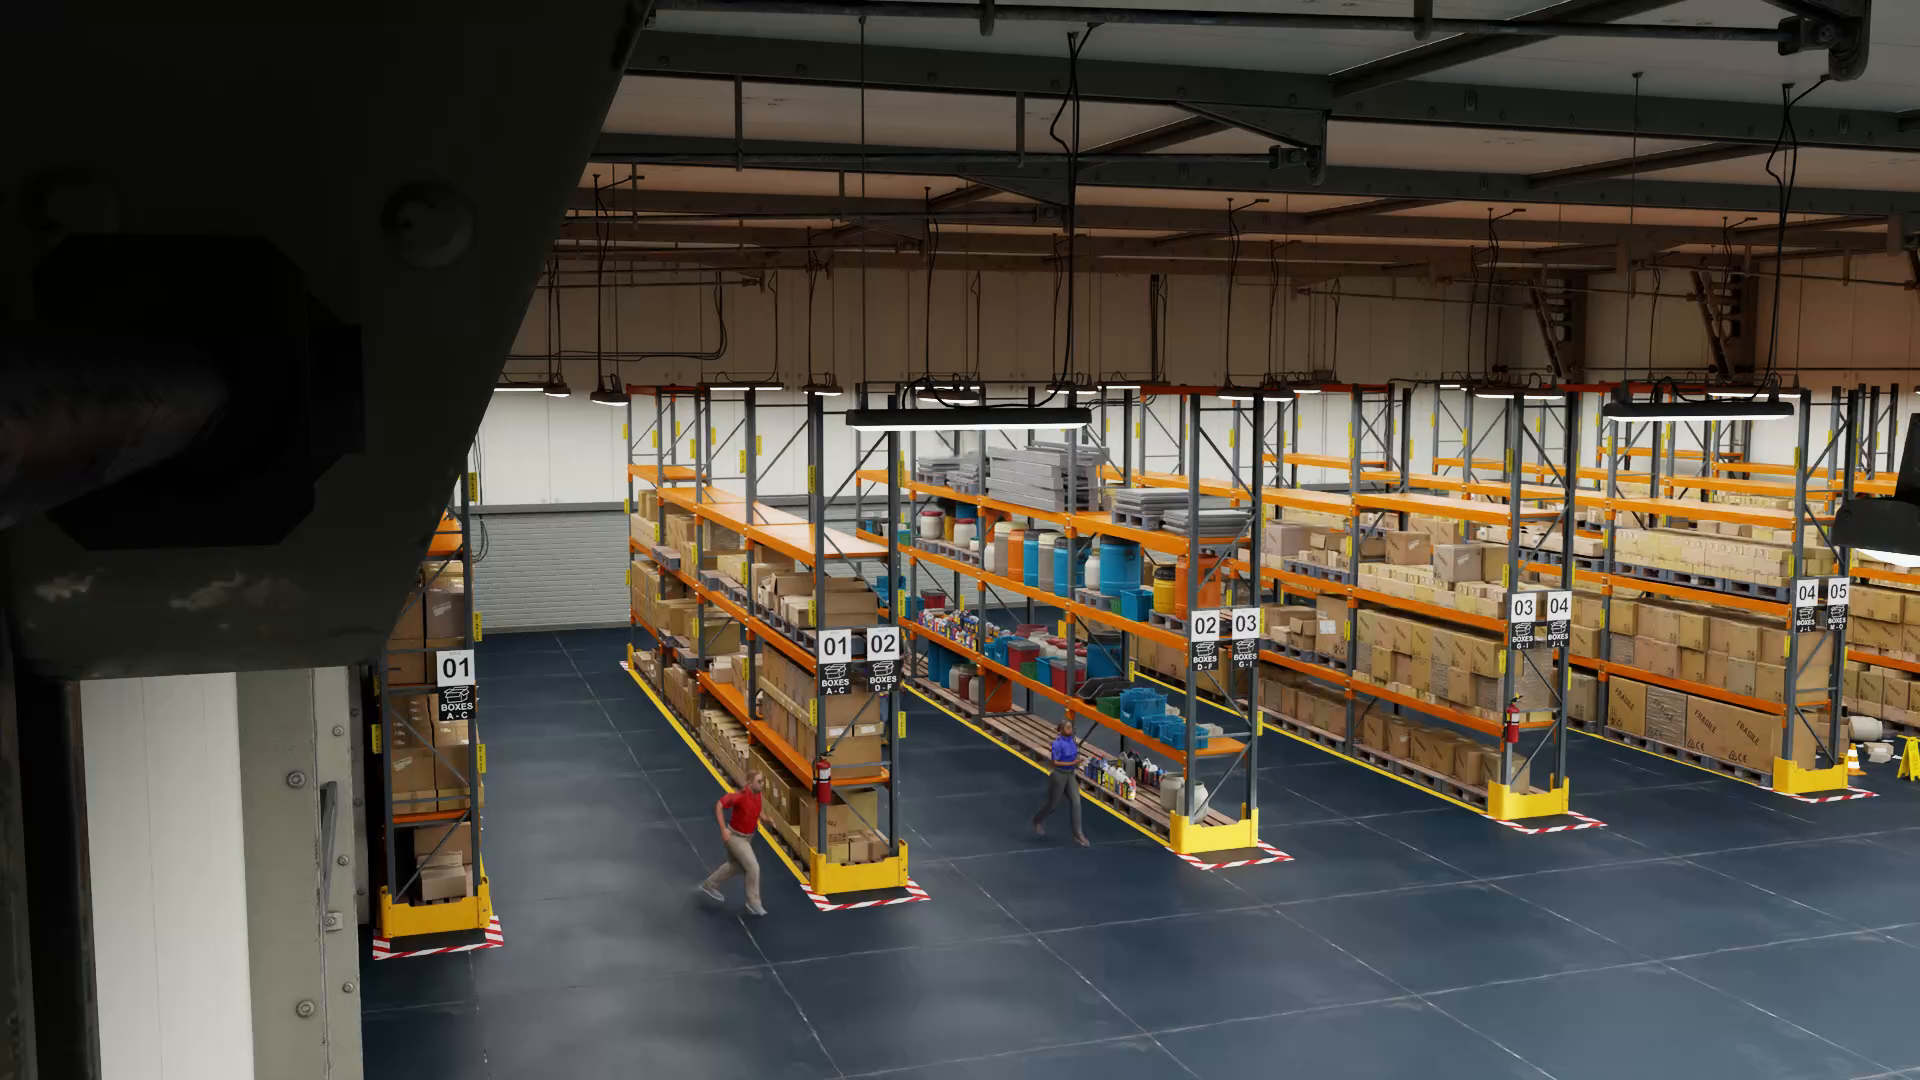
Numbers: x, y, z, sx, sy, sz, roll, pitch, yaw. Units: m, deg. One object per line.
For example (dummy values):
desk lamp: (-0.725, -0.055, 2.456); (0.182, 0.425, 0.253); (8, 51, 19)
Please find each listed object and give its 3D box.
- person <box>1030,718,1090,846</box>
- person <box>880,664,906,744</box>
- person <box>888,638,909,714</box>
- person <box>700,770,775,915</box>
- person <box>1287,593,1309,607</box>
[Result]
person: (1.350, 3.194, 22.187); (0.929, 1.663, 0.566); (5, 8, 41)
person: (-1.200, 2.597, 27.873); (0.688, 1.714, 0.639); (-3, 7, -26)
person: (-1.255, 2.383, 30.251); (0.645, 1.646, 0.812); (-3, 6, -24)
person: (-2.626, 3.535, 19.395); (0.959, 1.761, 0.702); (2, 6, 19)
person: (8.453, 1.210, 41.634); (0.918, 1.679, 0.712); (-4, 7, -33)
